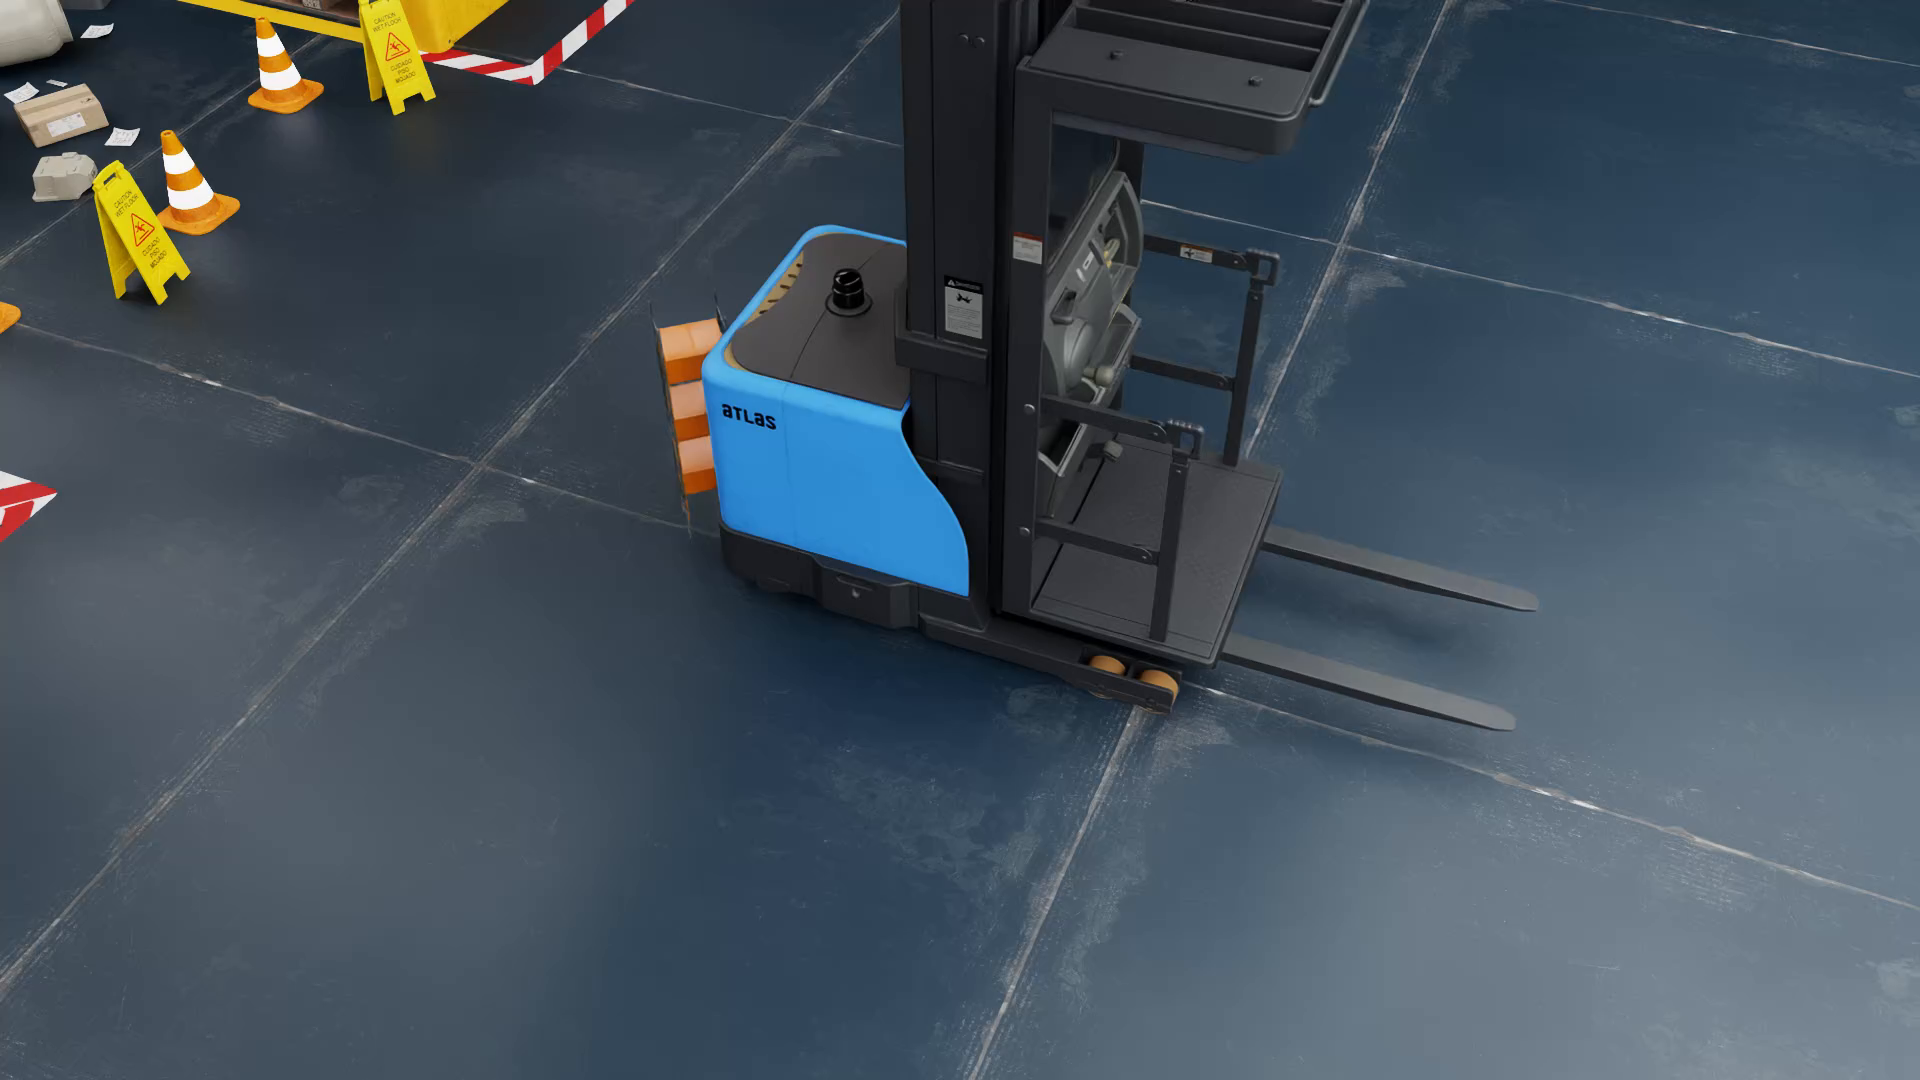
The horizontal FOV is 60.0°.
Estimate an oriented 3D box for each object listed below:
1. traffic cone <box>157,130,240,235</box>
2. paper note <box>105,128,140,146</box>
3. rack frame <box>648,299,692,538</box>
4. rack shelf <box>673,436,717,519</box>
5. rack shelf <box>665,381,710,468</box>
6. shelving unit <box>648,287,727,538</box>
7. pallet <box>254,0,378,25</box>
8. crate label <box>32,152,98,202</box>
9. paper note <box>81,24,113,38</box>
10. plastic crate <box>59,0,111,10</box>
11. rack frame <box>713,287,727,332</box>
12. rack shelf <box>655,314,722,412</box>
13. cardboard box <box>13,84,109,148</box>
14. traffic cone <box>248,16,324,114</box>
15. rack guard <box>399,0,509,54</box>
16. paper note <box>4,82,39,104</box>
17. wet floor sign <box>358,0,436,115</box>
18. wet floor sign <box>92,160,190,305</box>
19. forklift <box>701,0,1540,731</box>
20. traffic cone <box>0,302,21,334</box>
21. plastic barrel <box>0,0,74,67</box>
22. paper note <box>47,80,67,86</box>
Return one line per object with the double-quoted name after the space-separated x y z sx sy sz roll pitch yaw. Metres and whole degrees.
-3.851 -1.815 8.246 0.334 0.463 0.336 16 47 16 "traffic cone"
-4.482 -2.160 8.900 0.142 0.019 0.148 2 45 2 "paper note"
-1.121 -0.450 6.456 0.008 1.050 0.200 -13 46 -13 "rack frame"
-1.005 -0.271 6.686 0.240 0.259 0.215 -13 46 -13 "rack shelf"
-1.005 -0.468 6.490 0.240 0.259 0.215 -13 46 -13 "rack shelf"
-1.005 -0.476 6.483 0.252 1.050 0.215 -13 46 -13 "shelving unit"
-3.650 -3.528 10.146 1.213 0.211 1.003 16 47 16 "pallet"
-4.600 -1.872 8.535 0.298 0.136 0.250 -5 45 -5 "crate label"
-5.044 -2.980 9.723 0.148 0.019 0.142 2 45 2 "paper note"
-5.402 -3.343 10.053 0.583 0.080 0.402 2 45 2 "plastic crate"
-0.889 -0.502 6.510 0.008 1.050 0.200 -13 46 -13 "rack frame"
-1.005 -0.670 6.291 0.240 0.259 0.215 -13 46 -13 "rack shelf"
-4.830 -2.282 8.938 0.380 0.149 0.250 -28 51 -25 "cardboard box"
-3.737 -2.630 9.065 0.334 0.463 0.336 16 47 16 "traffic cone"
-2.914 -3.386 9.799 0.348 0.500 1.175 16 47 16 "rack guard"
-5.209 -2.485 9.234 0.142 0.019 0.148 33 54 29 "paper note"
-3.080 -2.669 8.975 0.232 0.644 0.267 33 54 29 "wet floor sign"
-3.867 -1.449 7.748 0.232 0.644 0.267 9 46 9 "wet floor sign"
0.636 -0.829 5.505 3.031 2.935 1.130 15 47 15 "forklift"
-4.600 -1.171 7.599 0.334 0.463 0.336 16 47 16 "traffic cone"
-5.333 -2.914 9.379 0.512 0.421 0.421 -20 48 -19 "plastic barrel"
-5.059 -2.560 9.316 0.123 0.001 0.032 16 47 16 "paper note"
